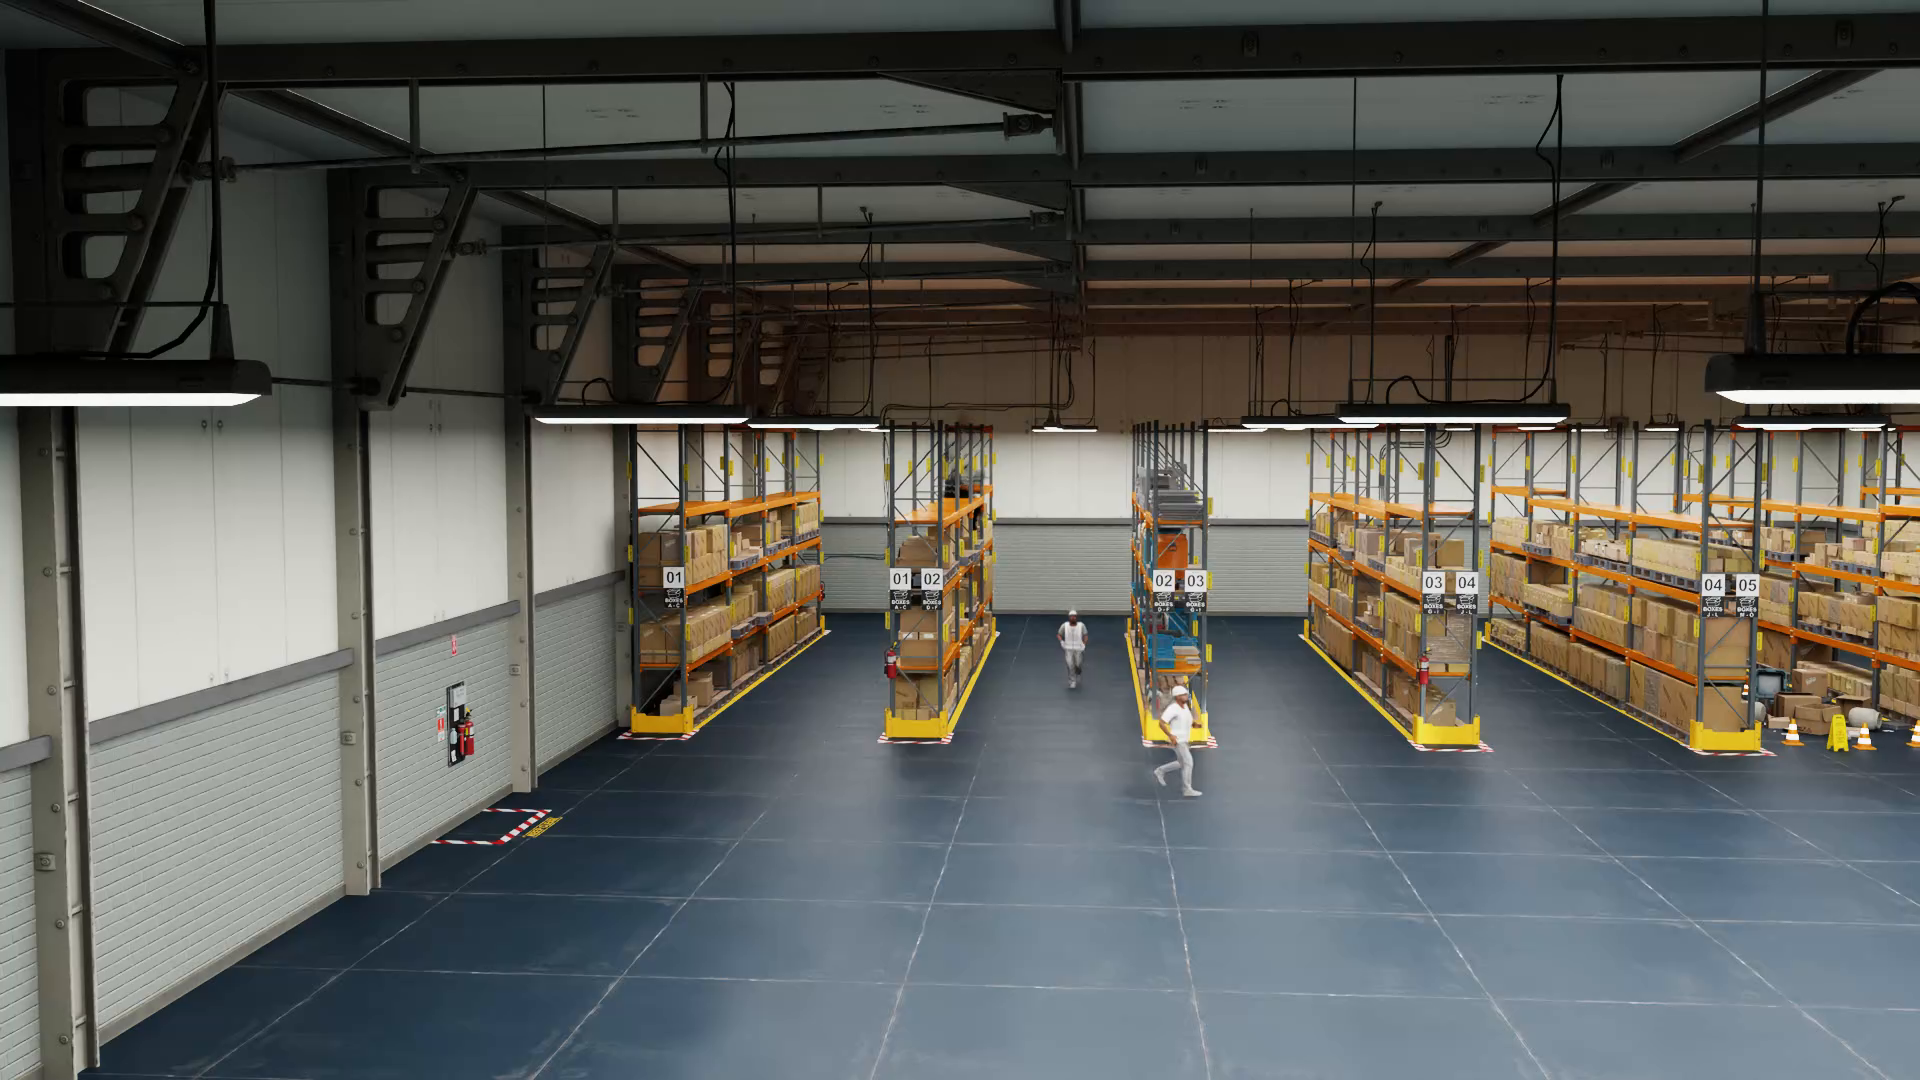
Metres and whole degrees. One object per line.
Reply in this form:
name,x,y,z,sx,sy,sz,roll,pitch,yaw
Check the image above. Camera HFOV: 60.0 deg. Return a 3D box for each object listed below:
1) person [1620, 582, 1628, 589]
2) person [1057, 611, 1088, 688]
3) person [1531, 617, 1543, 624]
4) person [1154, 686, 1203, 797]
person,19.101,1.928,47.347,0.796,1.668,0.694,1,4,15
person,2.548,2.463,37.723,0.687,1.745,0.595,0,4,4
person,16.415,1.845,47.518,0.582,1.721,0.688,-1,4,-14
person,3.441,3.176,26.362,0.831,1.742,0.705,2,4,28
